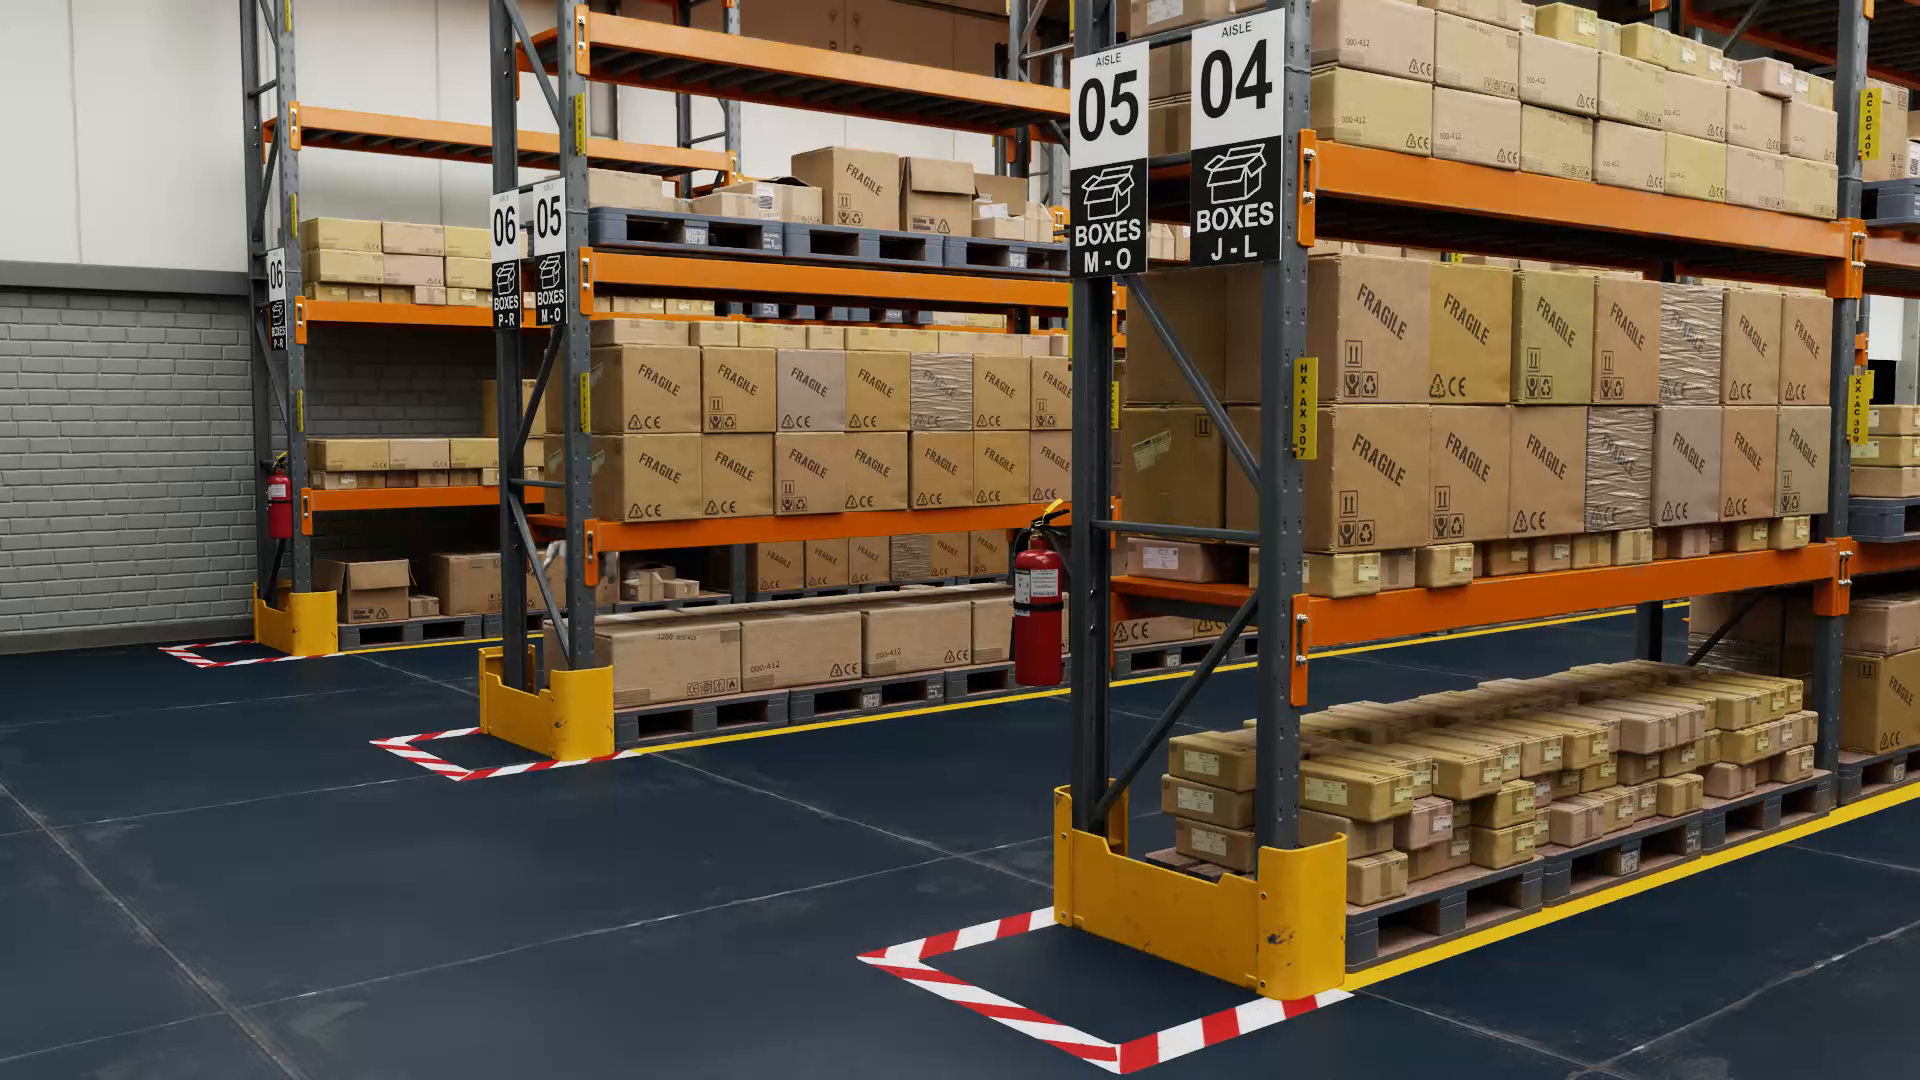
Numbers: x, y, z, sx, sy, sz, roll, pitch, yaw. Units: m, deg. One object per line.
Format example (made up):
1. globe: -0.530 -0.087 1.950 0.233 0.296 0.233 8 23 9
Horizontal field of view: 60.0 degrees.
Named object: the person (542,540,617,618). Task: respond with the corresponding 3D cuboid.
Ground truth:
1. person: 2.708 -0.156 12.731 7.840 2.202 8.562 3 6 38
